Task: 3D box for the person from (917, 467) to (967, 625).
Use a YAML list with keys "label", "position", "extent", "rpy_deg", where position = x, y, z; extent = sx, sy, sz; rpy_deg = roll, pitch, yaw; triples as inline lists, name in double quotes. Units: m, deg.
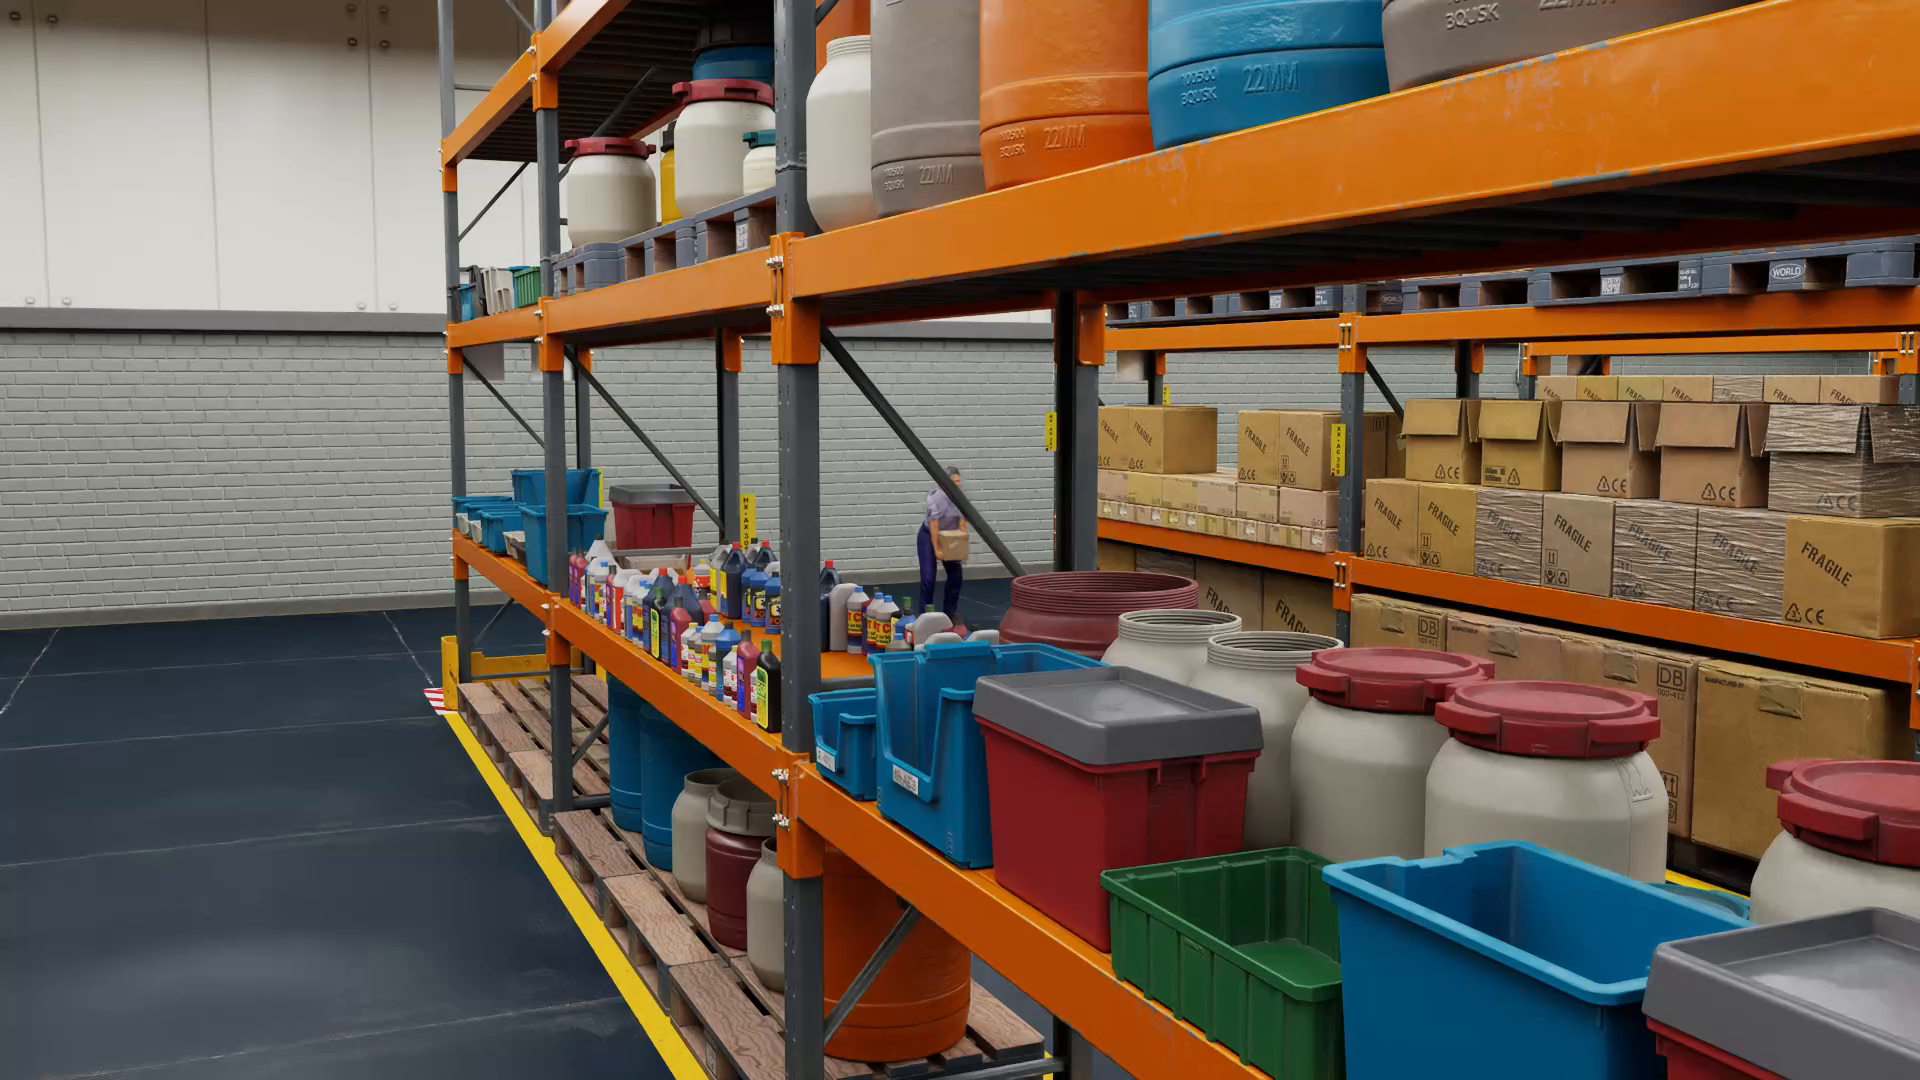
- label: "person"
  position: [-0.165, 0.062, 16.340]
  extent: [0.438, 1.582, 0.577]
  rpy_deg: [-3, 6, -25]
